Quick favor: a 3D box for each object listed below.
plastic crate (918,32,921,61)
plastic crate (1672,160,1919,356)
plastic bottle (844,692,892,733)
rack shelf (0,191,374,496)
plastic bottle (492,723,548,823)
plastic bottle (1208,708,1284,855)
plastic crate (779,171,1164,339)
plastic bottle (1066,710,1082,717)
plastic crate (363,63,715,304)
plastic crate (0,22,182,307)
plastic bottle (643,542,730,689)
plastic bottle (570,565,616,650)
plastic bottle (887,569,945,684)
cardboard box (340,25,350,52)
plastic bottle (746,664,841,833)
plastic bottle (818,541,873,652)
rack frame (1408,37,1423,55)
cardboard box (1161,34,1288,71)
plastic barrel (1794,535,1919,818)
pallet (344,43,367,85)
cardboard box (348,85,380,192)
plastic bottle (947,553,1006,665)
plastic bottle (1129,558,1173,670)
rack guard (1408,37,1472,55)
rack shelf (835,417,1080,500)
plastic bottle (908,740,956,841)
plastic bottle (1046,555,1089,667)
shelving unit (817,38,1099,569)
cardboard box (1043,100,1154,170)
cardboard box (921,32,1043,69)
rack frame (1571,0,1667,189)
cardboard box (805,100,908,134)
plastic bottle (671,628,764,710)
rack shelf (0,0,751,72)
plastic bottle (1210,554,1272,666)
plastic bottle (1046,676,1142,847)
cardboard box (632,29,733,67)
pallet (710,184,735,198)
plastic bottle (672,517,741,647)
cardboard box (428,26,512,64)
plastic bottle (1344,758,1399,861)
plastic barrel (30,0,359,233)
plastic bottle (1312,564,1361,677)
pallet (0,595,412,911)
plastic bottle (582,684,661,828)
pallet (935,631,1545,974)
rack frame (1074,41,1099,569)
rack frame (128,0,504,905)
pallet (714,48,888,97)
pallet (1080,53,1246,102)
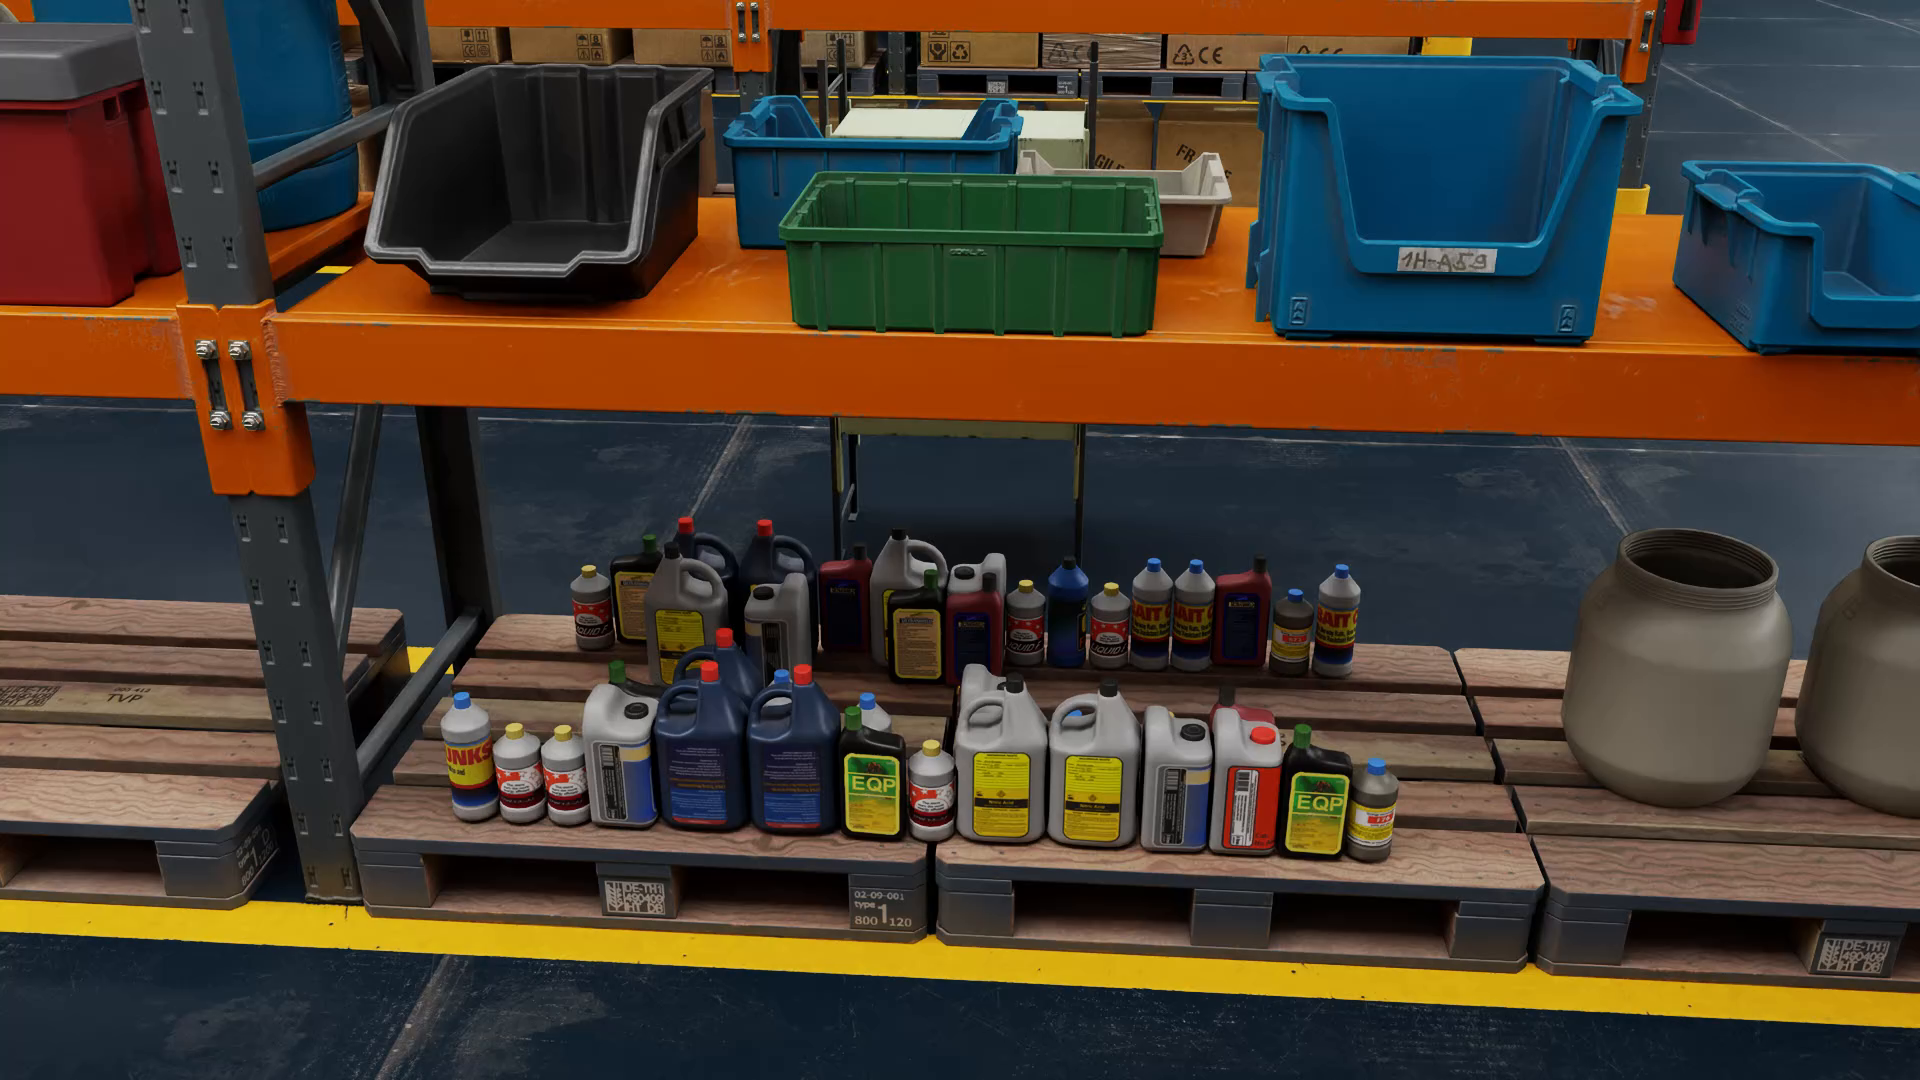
[{"bbox_3d":[-0.166,-4.210,14.106,0.662,0.188,0.450,16,39,31],"label":"plastic crate"},{"bbox_3d":[1.520,-0.511,2.951,0.408,0.251,0.499,2,25,4],"label":"plastic crate"},{"bbox_3d":[-0.189,0.441,3.441,0.097,0.271,0.097,0,25,0],"label":"plastic bottle"},{"bbox_3d":[-3.294,-0.530,3.673,4.000,0.370,1.077,2,25,4],"label":"rack shelf"},{"bbox_3d":[-0.914,0.475,3.450,0.097,0.201,0.097,0,25,0],"label":"plastic bottle"},{"bbox_3d":[0.575,0.478,3.356,0.135,0.276,0.152,2,25,4],"label":"plastic bottle"},{"bbox_3d":[0.032,-0.535,3.078,0.662,0.188,0.450,2,25,4],"label":"plastic crate"},{"bbox_3d":[0.237,0.452,3.501,0.097,0.201,0.097,0,25,0],"label":"plastic bottle"},{"bbox_3d":[-0.787,-0.694,3.245,0.504,0.338,0.767,2,25,4],"label":"plastic crate"},{"bbox_3d":[-1.806,-0.709,3.127,0.583,0.464,0.402,2,25,4],"label":"plastic crate"},{"bbox_3d":[-0.646,0.172,3.931,0.185,0.351,0.144,2,25,4],"label":"plastic bottle"},{"bbox_3d":[-0.914,0.161,4.134,0.097,0.201,0.097,0,25,0],"label":"plastic bottle"},{"bbox_3d":[-0.104,0.202,3.945,0.133,0.283,0.061,2,25,4],"label":"plastic bottle"},{"bbox_3d":[-5.104,-4.016,12.877,0.500,0.500,0.500,2,25,4],"label":"cardboard box"},{"bbox_3d":[-0.338,0.416,3.400,0.185,0.351,0.144,1,25,2],"label":"plastic bottle"},{"bbox_3d":[-0.278,0.136,4.089,0.133,0.283,0.061,3,25,8],"label":"plastic bottle"},{"bbox_3d":[3.548,-4.793,12.077,0.127,3.000,1.000,2,25,4],"label":"rack frame"},{"bbox_3d":[1.990,-4.040,12.480,0.875,0.875,0.875,1,25,3],"label":"cardboard box"},{"bbox_3d":[2.027,0.286,3.514,0.421,0.512,0.421,0,25,0],"label":"plastic barrel"},{"bbox_3d":[-5.207,-3.808,13.272,1.213,0.211,1.003,2,25,4],"label":"pallet"},{"bbox_3d":[-3.119,-2.008,8.490,0.500,0.500,0.700,4,25,8],"label":"cardboard box"},{"bbox_3d":[0.040,0.169,4.027,0.135,0.276,0.152,2,25,5],"label":"plastic bottle"},{"bbox_3d":[0.463,0.173,4.023,0.097,0.271,0.097,0,25,0],"label":"plastic bottle"},{"bbox_3d":[3.572,-3.656,12.598,0.348,0.500,1.175,2,25,4],"label":"rack guard"},{"bbox_3d":[0.007,-0.385,5.072,0.720,0.370,0.431,2,25,4],"label":"rack shelf"},{"bbox_3d":[-0.058,0.503,3.391,0.097,0.201,0.097,0,25,0],"label":"plastic bottle"},{"bbox_3d":[0.261,0.167,4.037,0.097,0.271,0.097,0,25,0],"label":"plastic bottle"},{"bbox_3d":[0.007,-0.681,4.936,0.755,1.500,0.431,2,25,4],"label":"shelving unit"},{"bbox_3d":[0.672,-1.880,8.236,0.500,0.500,0.500,0,25,-1],"label":"cardboard box"},{"bbox_3d":[0.182,-4.097,12.605,0.875,0.875,0.875,2,25,5],"label":"cardboard box"},{"bbox_3d":[3.068,-2.729,7.592,0.127,3.000,1.000,2,25,4],"label":"rack frame"},{"bbox_3d":[-0.525,-1.882,8.241,0.500,0.500,0.500,1,25,2],"label":"cardboard box"},{"bbox_3d":[-0.515,0.350,3.544,0.185,0.351,0.144,2,25,4],"label":"plastic bottle"},{"bbox_3d":[-2.914,-2.594,8.159,4.000,0.370,1.077,2,25,4],"label":"rack shelf"},{"bbox_3d":[0.681,0.167,4.022,0.133,0.283,0.061,2,25,5],"label":"plastic bottle"},{"bbox_3d":[0.271,0.436,3.358,0.185,0.351,0.144,3,25,6],"label":"plastic bottle"},{"bbox_3d":[-2.027,-4.104,12.770,0.750,0.750,1.050,2,25,4],"label":"cardboard box"},{"bbox_3d":[-1.697,-1.614,8.506,1.213,0.211,1.003,2,25,4],"label":"pallet"},{"bbox_3d":[-0.635,0.112,4.062,0.185,0.351,0.144,1,25,3],"label":"plastic bottle"},{"bbox_3d":[-3.828,-4.160,12.892,0.750,0.750,1.050,2,25,3],"label":"cardboard box"},{"bbox_3d":[0.824,0.531,3.329,0.097,0.201,0.097,0,25,0],"label":"plastic bottle"},{"bbox_3d":[-1.662,-1.159,3.580,0.708,0.901,0.600,2,25,4],"label":"plastic barrel"},{"bbox_3d":[0.905,0.187,3.992,0.097,0.271,0.097,0,25,0],"label":"plastic bottle"},{"bbox_3d":[-2.085,0.465,3.986,1.213,0.211,1.003,2,25,4],"label":"pallet"},{"bbox_3d":[-0.691,0.437,3.444,0.135,0.276,0.152,3,25,6],"label":"plastic bottle"},{"bbox_3d":[0.587,0.551,3.800,1.213,0.211,1.003,2,25,4],"label":"pallet"},{"bbox_3d":[0.372,-0.669,4.911,0.023,1.500,0.400,2,25,4],"label":"rack frame"},{"bbox_3d":[-1.300,-0.792,3.384,0.127,3.000,1.000,2,25,4],"label":"rack frame"},{"bbox_3d":[-1.215,-3.647,12.924,1.213,0.211,1.003,2,25,4],"label":"pallet"},{"bbox_3d":[1.532,-3.559,12.732,1.213,0.211,1.003,2,25,4],"label":"pallet"}]
